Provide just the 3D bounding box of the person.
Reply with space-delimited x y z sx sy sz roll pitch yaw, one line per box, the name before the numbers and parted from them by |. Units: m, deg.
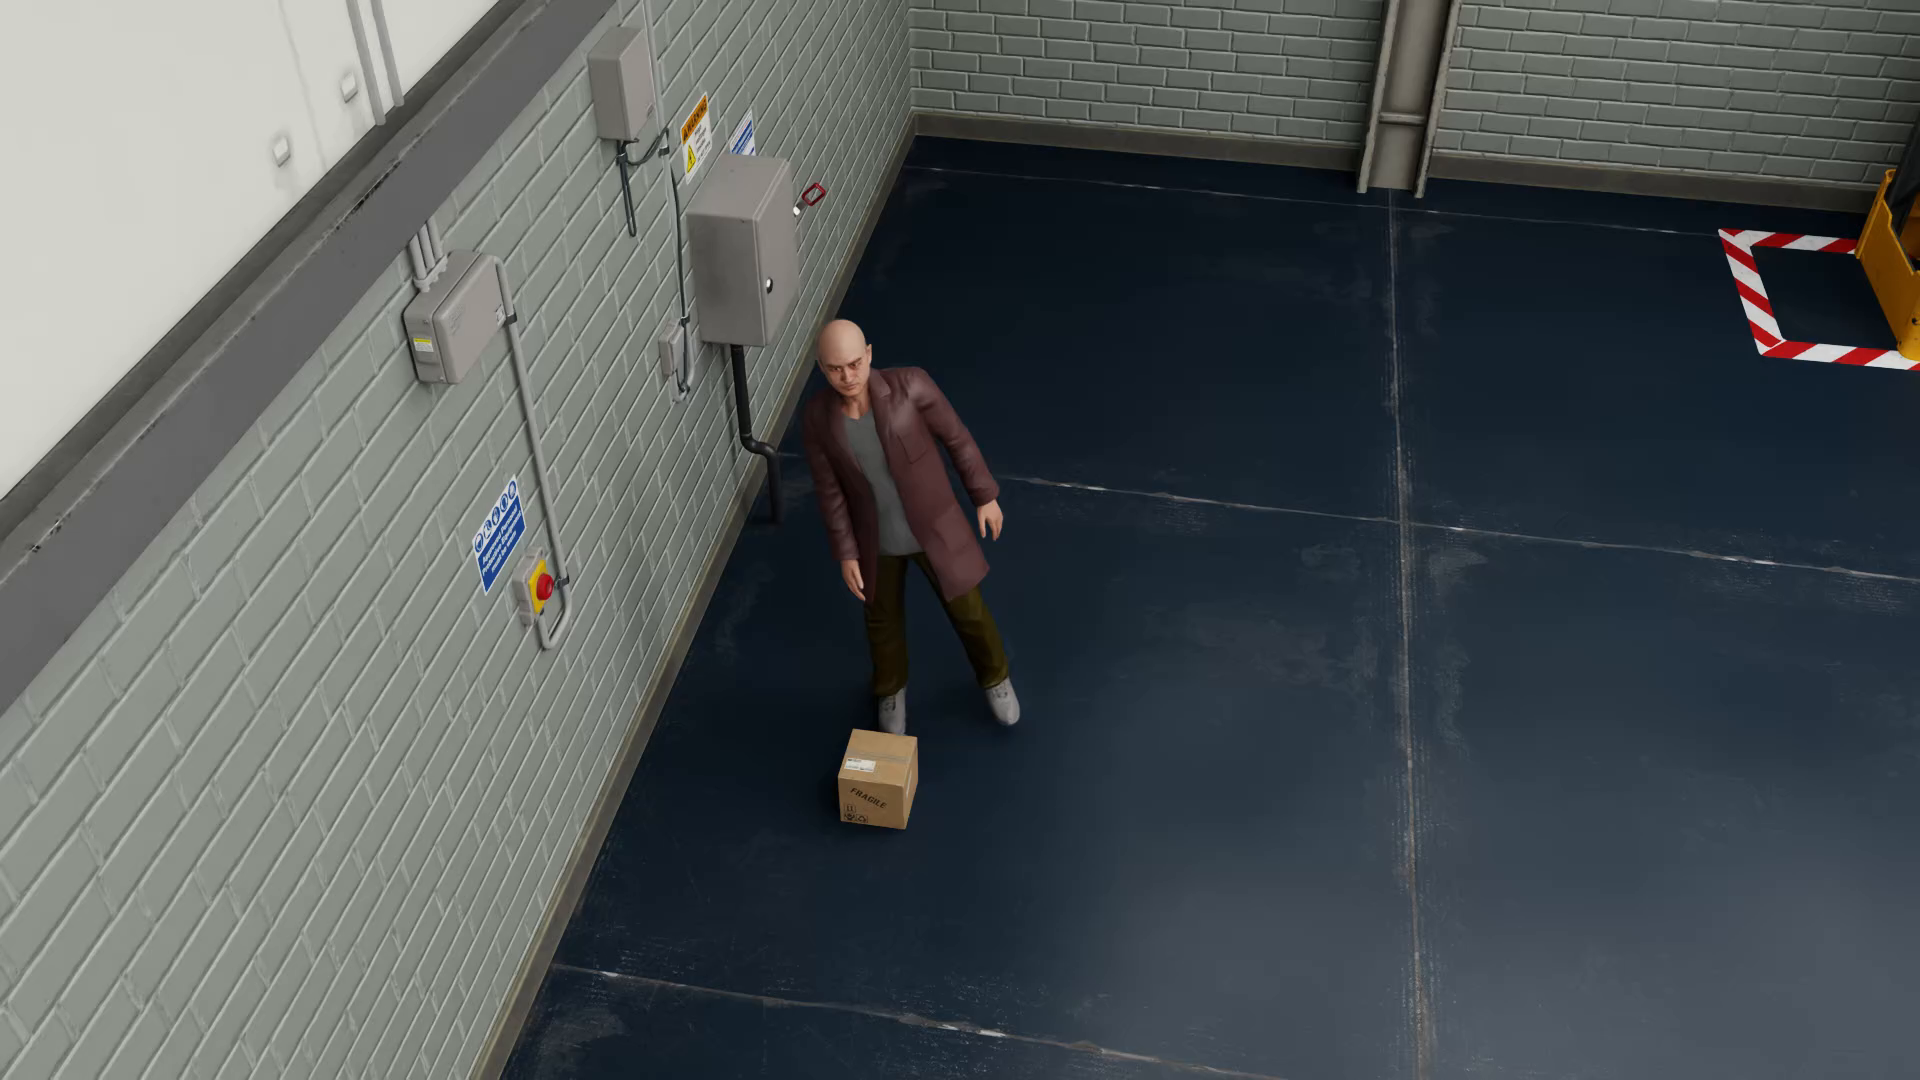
person | -0.191 -0.002 6.176 0.566 1.777 0.380 7 41 9
